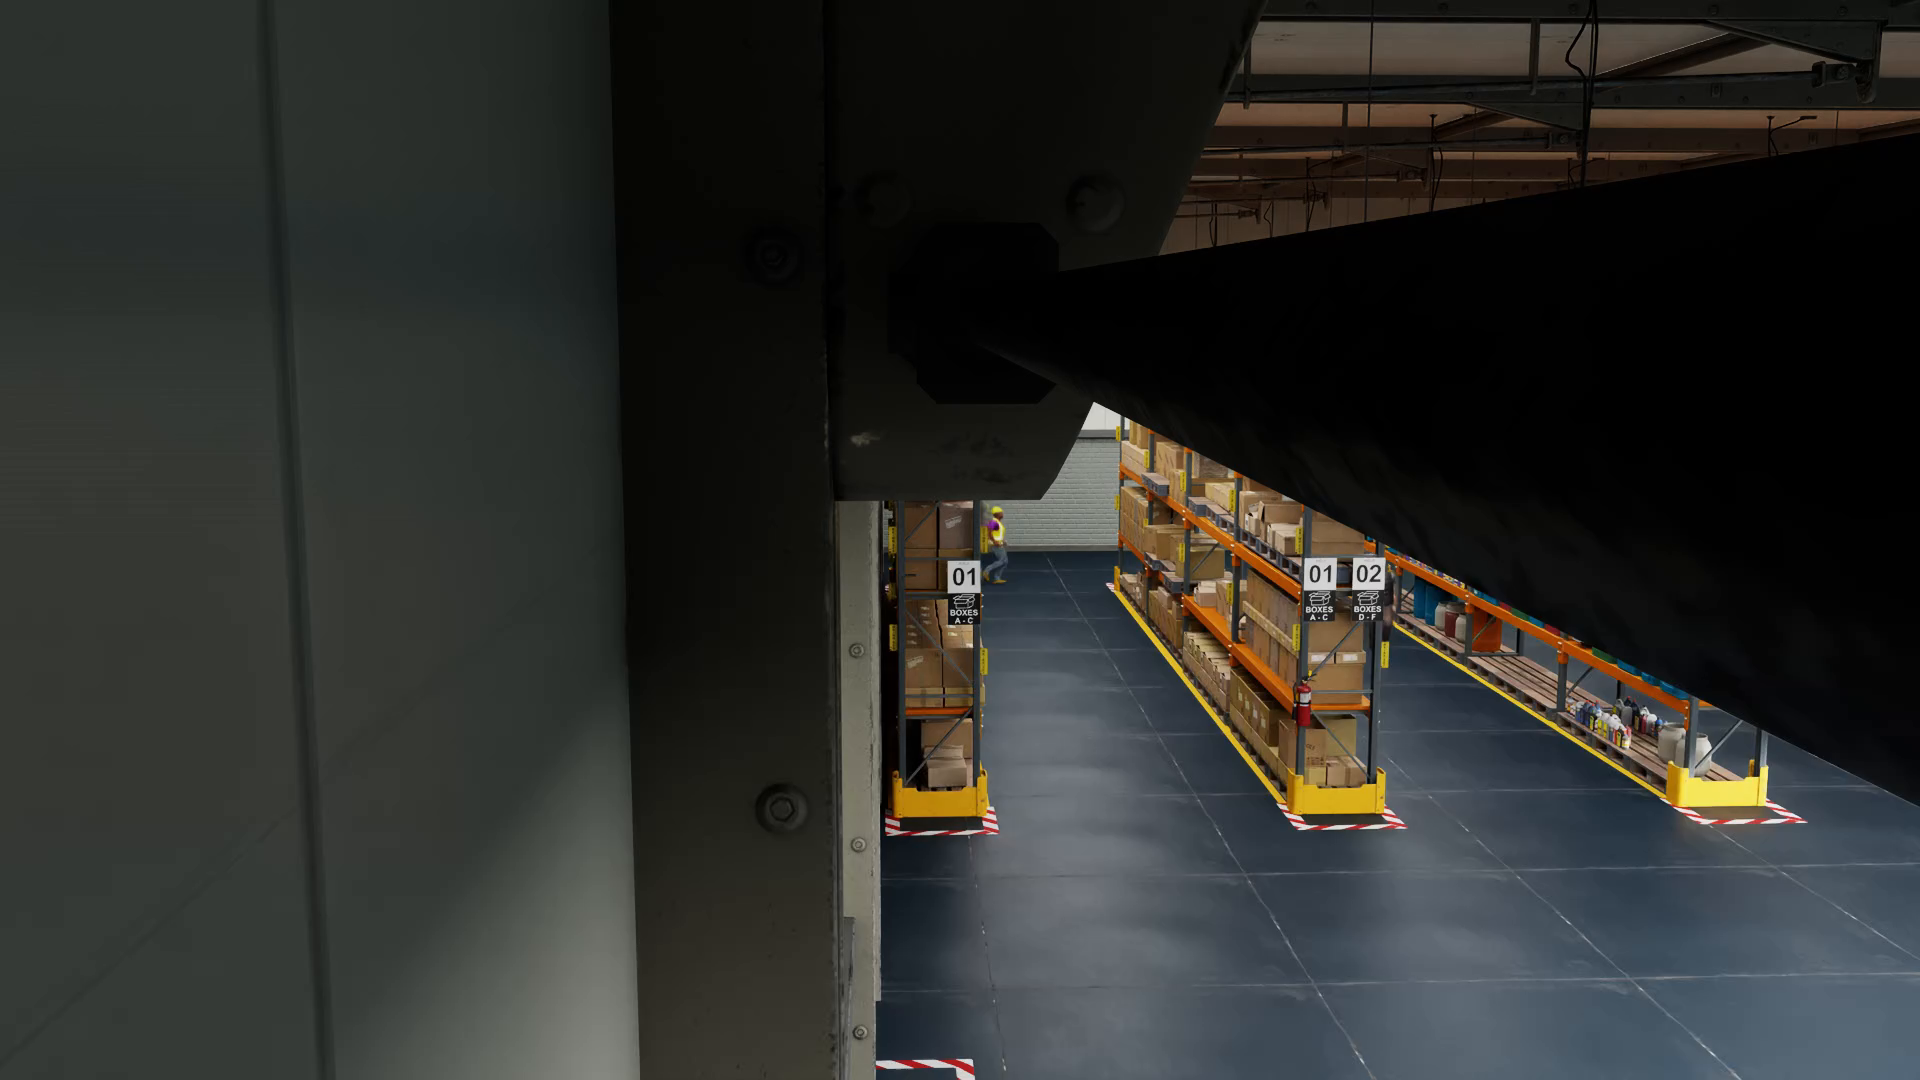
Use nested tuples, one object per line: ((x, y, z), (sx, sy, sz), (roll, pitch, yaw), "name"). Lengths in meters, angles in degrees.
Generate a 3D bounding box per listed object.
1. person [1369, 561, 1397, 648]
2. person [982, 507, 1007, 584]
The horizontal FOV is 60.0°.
((7.540, 1.207, 29.795), (0.632, 1.772, 0.831), (1, 8, 3), "person")
((0.776, 0.113, 37.400), (0.567, 1.718, 0.755), (0, 8, 2), "person")
